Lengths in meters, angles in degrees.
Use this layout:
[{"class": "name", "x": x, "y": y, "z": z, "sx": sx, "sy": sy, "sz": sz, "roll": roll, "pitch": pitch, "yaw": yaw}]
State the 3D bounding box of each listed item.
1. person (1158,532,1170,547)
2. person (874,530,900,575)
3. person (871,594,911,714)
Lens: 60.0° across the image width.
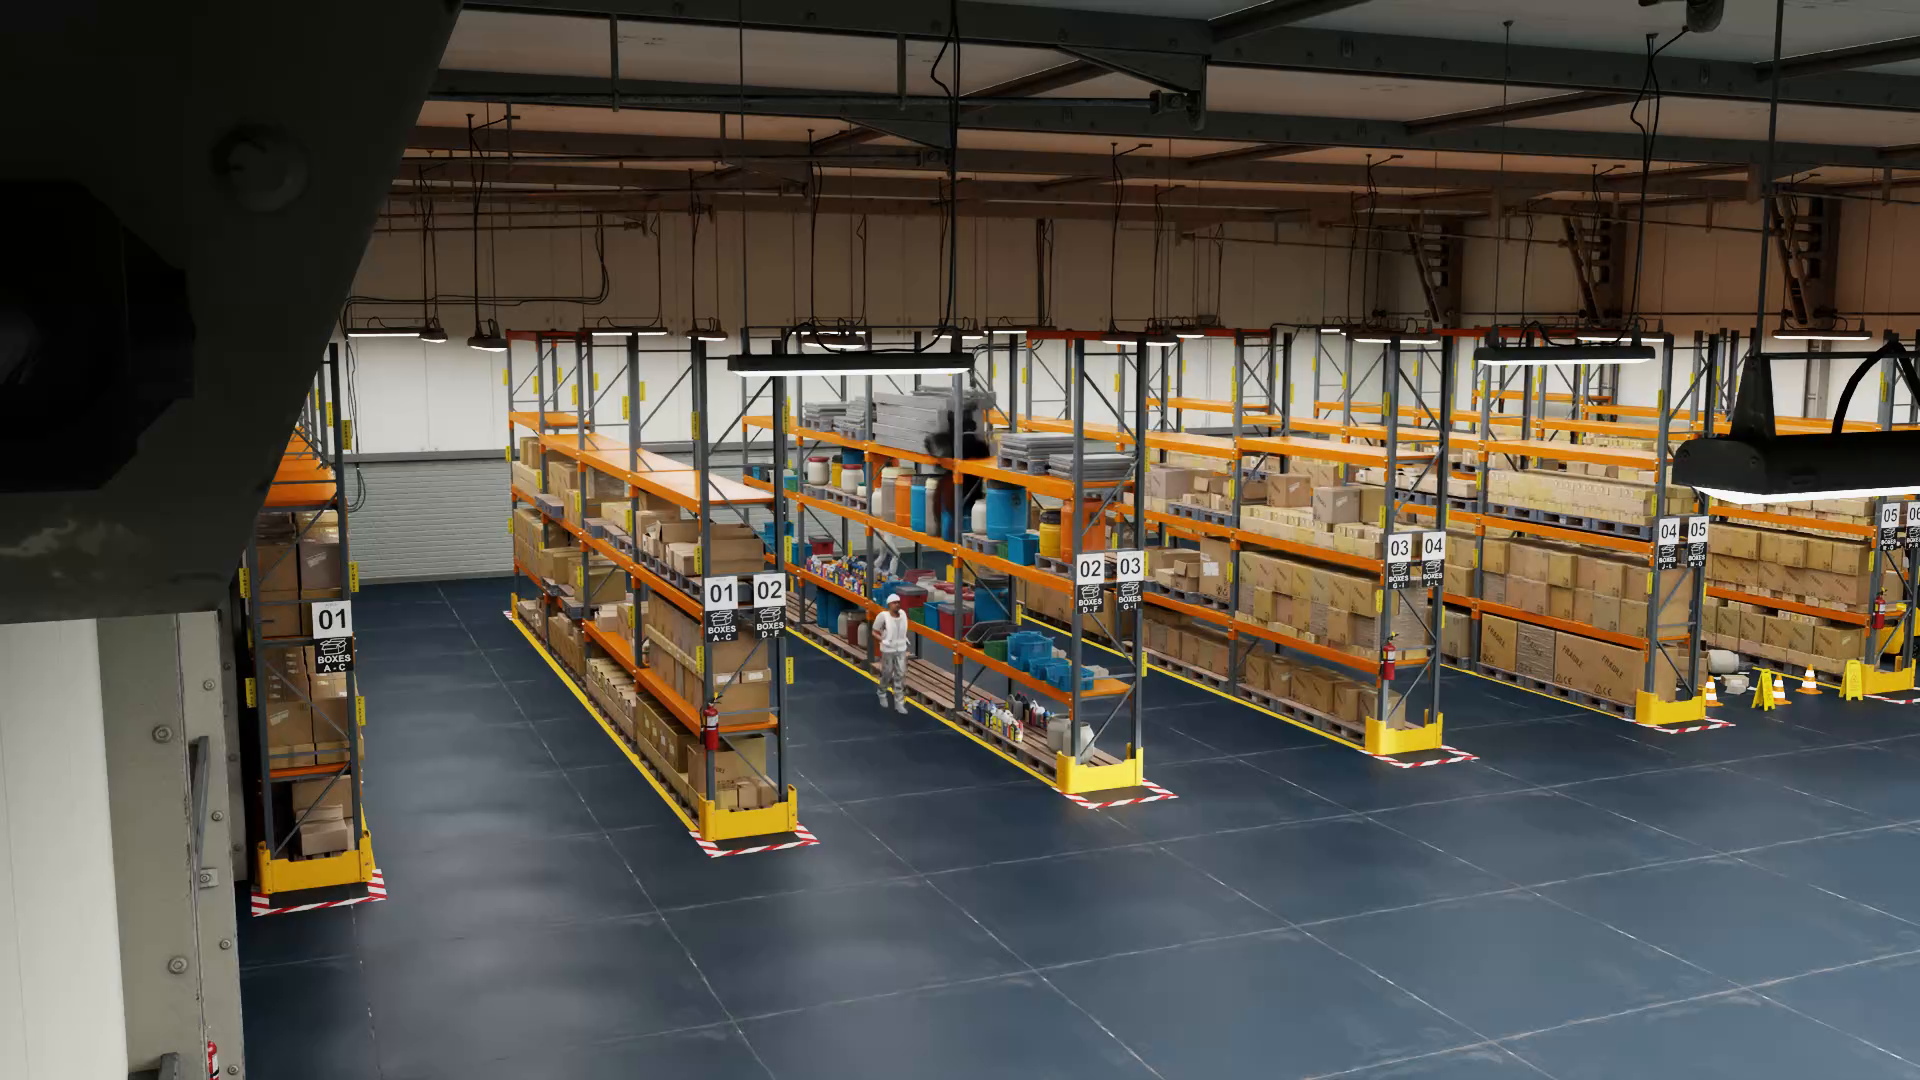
[{"class": "person", "x": 5.204, "y": -0.352, "z": 42.578, "sx": 0.837, "sy": 1.812, "sz": 0.647, "roll": -7, "pitch": 11, "yaw": -42}, {"class": "person", "x": -1.763, "y": 0.114, "z": 39.789, "sx": 0.813, "sy": 1.698, "sz": 0.484, "roll": -2, "pitch": 8, "yaw": -15}, {"class": "person", "x": -1.029, "y": 1.718, "z": 25.438, "sx": 0.682, "sy": 1.806, "sz": 0.828, "roll": -4, "pitch": 9, "yaw": -26}]
